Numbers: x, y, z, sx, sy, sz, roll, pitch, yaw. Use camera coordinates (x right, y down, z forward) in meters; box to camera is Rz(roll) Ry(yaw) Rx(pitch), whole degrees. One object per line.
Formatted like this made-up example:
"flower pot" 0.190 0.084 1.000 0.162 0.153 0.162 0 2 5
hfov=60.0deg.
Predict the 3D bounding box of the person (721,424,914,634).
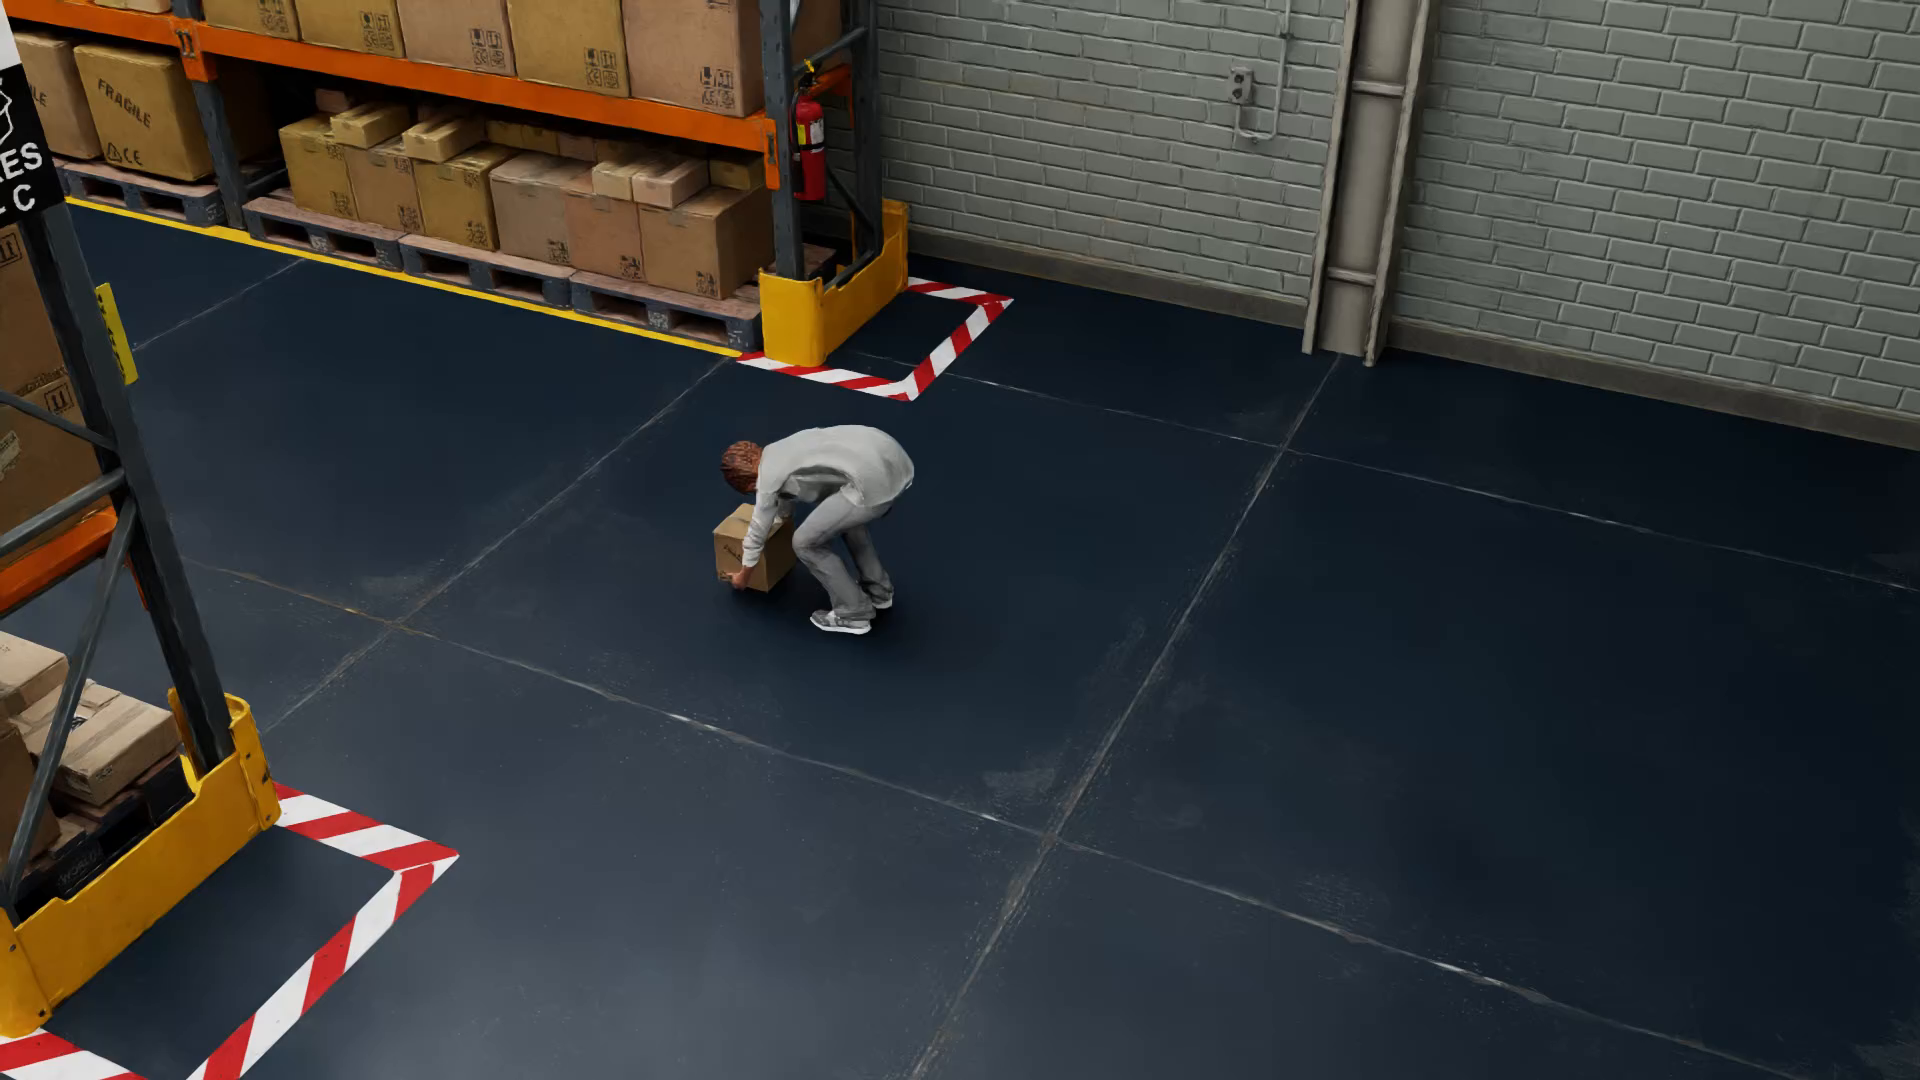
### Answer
"person" -0.601 -0.072 6.911 0.855 0.862 0.420 13 36 18
